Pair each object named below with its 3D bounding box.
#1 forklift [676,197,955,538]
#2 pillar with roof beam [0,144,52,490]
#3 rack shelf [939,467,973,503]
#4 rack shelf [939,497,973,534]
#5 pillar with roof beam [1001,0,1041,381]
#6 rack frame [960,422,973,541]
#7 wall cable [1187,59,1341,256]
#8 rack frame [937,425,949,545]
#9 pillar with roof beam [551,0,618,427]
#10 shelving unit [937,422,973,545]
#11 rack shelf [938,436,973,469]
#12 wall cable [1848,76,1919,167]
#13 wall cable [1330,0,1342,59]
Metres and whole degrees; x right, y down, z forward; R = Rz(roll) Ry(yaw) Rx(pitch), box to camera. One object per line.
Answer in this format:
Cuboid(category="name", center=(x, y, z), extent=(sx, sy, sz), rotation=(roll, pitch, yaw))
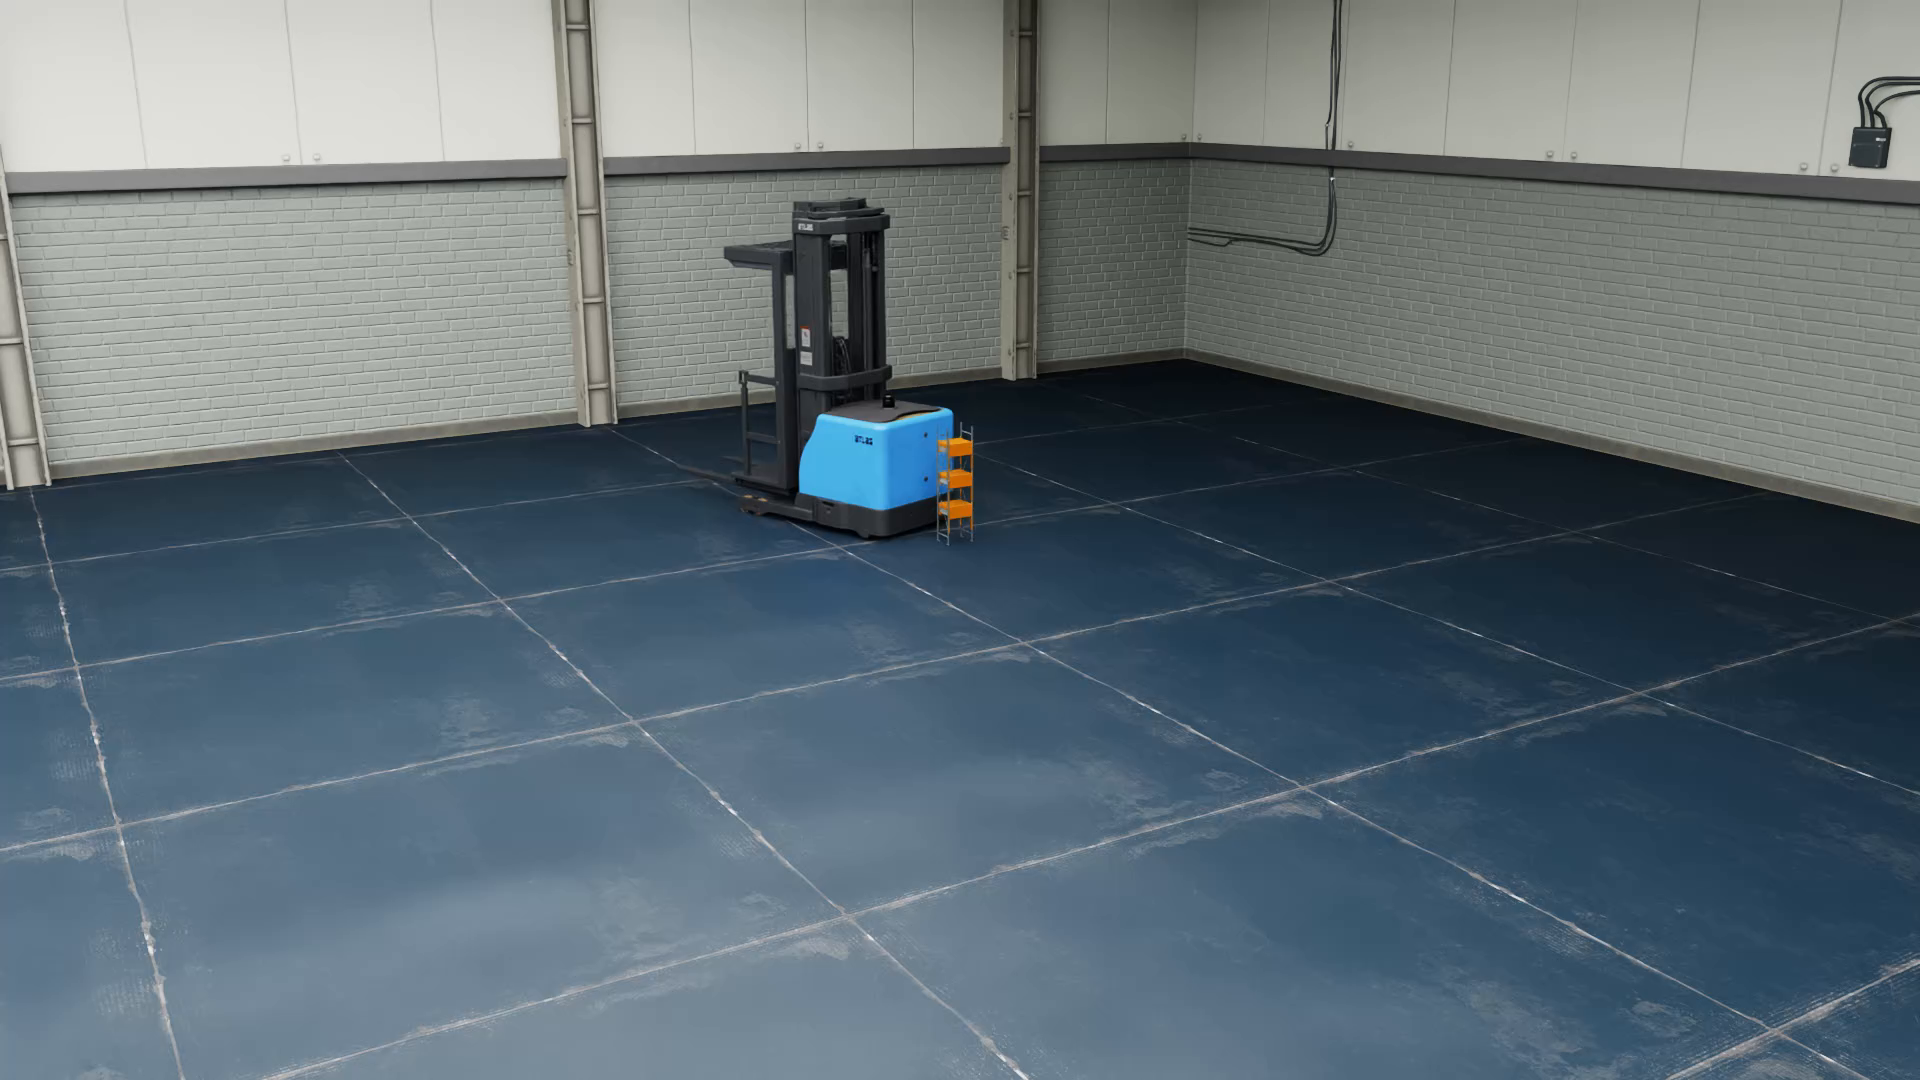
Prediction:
Cuboid(category="forklift", center=(-1.493, -1.735, 15.667), extent=(3.031, 2.935, 1.130), rotation=(13, 20, 39))
Cuboid(category="pillar with roof beam", center=(-7.261, -3.903, 12.163), extent=(0.400, 9.000, 9.100), rotation=(-9, 18, -30))
Cuboid(category="rack shelf", center=(-0.046, -0.488, 14.744), extent=(0.240, 0.259, 0.215), rotation=(-9, 18, -30))
Cuboid(category="rack shelf", center=(-0.046, -0.220, 14.819), extent=(0.240, 0.259, 0.215), rotation=(-9, 18, -30))
Cuboid(category="pillar with roof beam", center=(3.025, -5.572, 18.114), extent=(0.400, 9.000, 9.100), rotation=(-9, 18, -30))
Cuboid(category="rack frame", center=(0.059, -0.515, 14.802), extent=(0.008, 1.050, 0.200), rotation=(-9, 18, -30))
Cuboid(category="wall cable", center=(4.014, -5.176, 22.455), extent=(0.112, 2.526, 3.097), rotation=(-9, 18, -30))
Cuboid(category="rack frame", center=(-0.150, -0.481, 14.681), extent=(0.008, 1.050, 0.200), rotation=(-9, 18, -30))
Cuboid(category="pillar with roof beam", center=(-2.118, -4.737, 15.138), extent=(0.400, 9.000, 9.100), rotation=(-9, 18, -30))
Cuboid(category="shelving unit", center=(-0.046, -0.498, 14.742), extent=(0.252, 1.050, 0.215), rotation=(-9, 18, -30))
Cuboid(category="rack shelf", center=(-0.046, -0.761, 14.668), extent=(0.240, 0.259, 0.215), rotation=(-9, 18, -30))
Cuboid(category="wall cable", center=(8.890, -6.110, 13.734), extent=(0.169, 6.003, 2.305), rotation=(-9, 18, -30))
Cuboid(category="wall cable", center=(5.408, -6.982, 19.541), extent=(0.112, 2.526, 3.097), rotation=(-9, 18, -30))
